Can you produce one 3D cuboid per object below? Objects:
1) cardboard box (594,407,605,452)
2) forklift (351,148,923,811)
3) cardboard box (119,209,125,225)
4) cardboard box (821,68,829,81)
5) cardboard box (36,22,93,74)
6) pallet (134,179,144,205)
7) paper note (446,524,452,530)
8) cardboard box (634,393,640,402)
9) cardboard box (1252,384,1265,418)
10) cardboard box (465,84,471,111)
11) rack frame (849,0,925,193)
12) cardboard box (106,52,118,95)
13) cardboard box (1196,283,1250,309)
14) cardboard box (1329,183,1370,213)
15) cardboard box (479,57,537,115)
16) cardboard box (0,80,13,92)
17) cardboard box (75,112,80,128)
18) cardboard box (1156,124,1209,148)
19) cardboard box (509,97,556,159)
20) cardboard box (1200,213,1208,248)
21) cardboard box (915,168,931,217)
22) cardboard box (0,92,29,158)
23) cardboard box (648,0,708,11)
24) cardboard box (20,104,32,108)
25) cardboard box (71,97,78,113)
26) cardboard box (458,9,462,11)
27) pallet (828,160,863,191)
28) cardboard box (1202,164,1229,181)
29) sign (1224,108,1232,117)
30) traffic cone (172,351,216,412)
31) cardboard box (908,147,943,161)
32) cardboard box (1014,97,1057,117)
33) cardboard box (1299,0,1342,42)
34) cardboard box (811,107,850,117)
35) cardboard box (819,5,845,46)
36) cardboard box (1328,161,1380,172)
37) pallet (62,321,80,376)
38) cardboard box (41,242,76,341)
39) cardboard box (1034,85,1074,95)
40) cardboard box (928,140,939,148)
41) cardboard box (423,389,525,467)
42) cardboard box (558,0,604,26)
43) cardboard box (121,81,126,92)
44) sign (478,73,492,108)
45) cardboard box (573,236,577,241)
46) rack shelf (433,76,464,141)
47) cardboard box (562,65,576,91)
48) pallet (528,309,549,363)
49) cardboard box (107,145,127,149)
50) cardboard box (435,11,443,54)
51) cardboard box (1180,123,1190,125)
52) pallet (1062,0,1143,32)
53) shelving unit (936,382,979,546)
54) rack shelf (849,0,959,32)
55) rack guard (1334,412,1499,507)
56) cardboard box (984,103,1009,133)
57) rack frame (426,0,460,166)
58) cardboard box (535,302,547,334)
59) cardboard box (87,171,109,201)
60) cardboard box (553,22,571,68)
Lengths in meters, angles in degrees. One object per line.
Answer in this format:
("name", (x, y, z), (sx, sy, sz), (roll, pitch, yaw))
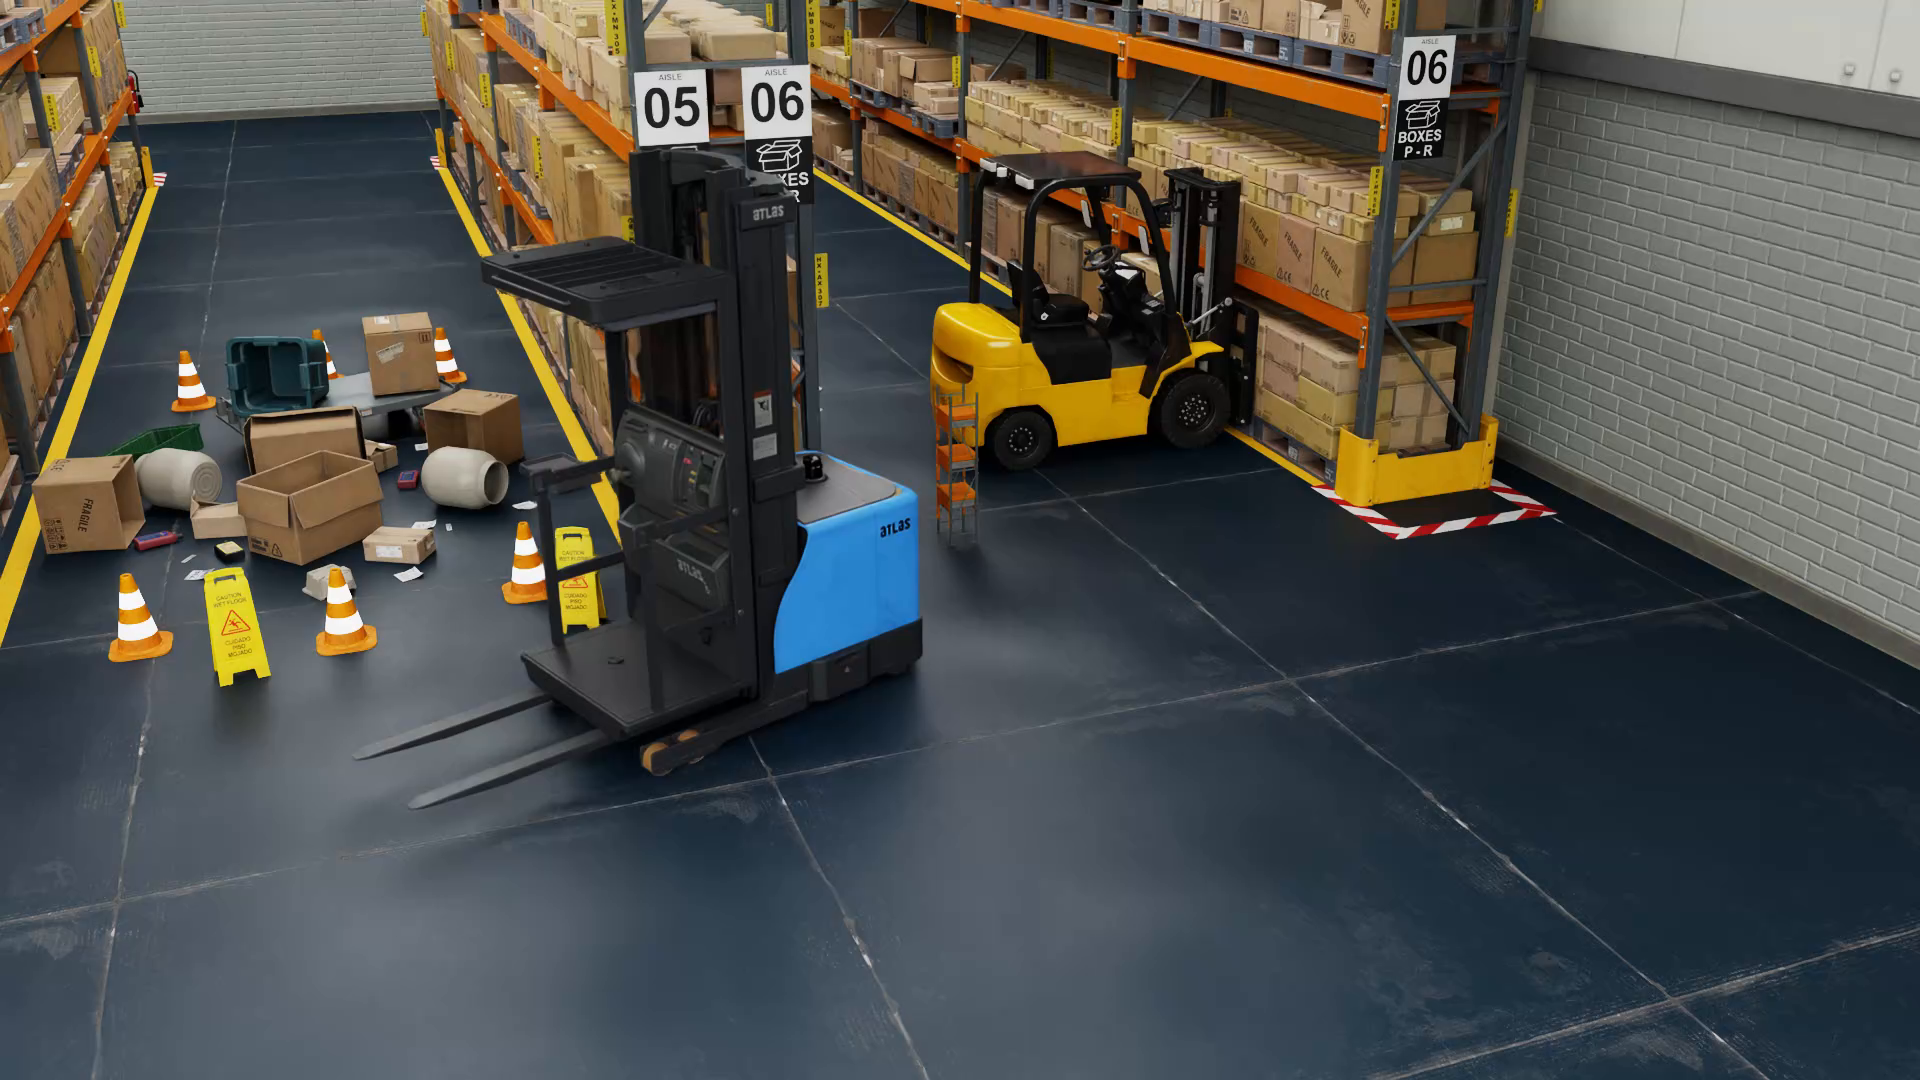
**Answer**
("cardboard box", (-2.415, -0.824, 12.341), (0.500, 0.250, 0.500), (-9, 24, -20))
("forklift", (-1.645, -0.384, 8.388), (3.031, 2.935, 1.130), (-19, 30, -38))
("cardboard box", (-10.009, -3.780, 19.487), (0.380, 0.149, 0.250), (-9, 25, -21))
("cardboard box", (-1.703, -6.459, 23.035), (0.380, 0.149, 0.250), (-9, 24, -20))
("cardboard box", (-10.113, -5.566, 18.794), (0.500, 0.500, 0.500), (-8, 24, -18))
("pallet", (-11.314, -4.565, 21.809), (1.003, 0.211, 1.213), (-8, 24, -19))
("paper note", (-3.519, -0.090, 11.449), (0.032, 0.001, 0.123), (-8, 24, -19))
("cardboard box", (-2.066, -1.030, 11.031), (0.380, 0.149, 0.250), (-8, 24, -17))
("cardboard box", (2.499, -1.181, 13.190), (0.500, 0.250, 0.500), (-8, 24, -18))
("cardboard box", (-5.331, -5.030, 18.872), (0.500, 0.250, 0.500), (-8, 24, -18))
("rack frame", (-0.944, -6.123, 21.914), (1.000, 3.000, 0.127), (-8, 24, -19))
("cardboard box", (-10.663, -5.679, 20.351), (0.500, 0.500, 0.500), (-7, 24, -16))
("cardboard box", (2.117, -2.018, 13.887), (0.500, 0.250, 0.500), (-7, 24, -17))
("cardboard box", (2.855, -2.431, 11.809), (0.380, 0.149, 0.250), (-8, 24, -19))
("cardboard box", (-4.600, -4.646, 16.994), (0.500, 0.500, 0.500), (-9, 24, -20))
("cardboard box", (-10.472, -4.870, 17.959), (0.380, 0.149, 0.250), (-7, 24, -16))
("cardboard box", (-9.677, -4.500, 17.847), (0.380, 0.149, 0.250), (-8, 24, -19))
("cardboard box", (1.911, -3.461, 14.253), (0.380, 0.149, 0.250), (-8, 24, -18))
("cardboard box", (-3.846, -3.788, 15.322), (0.500, 0.500, 0.500), (-8, 24, -18))
("cardboard box", (2.174, -2.694, 13.651), (0.500, 0.500, 0.500), (-9, 24, -20))
("cardboard box", (-0.236, -4.208, 20.050), (0.500, 0.500, 0.500), (-7, 24, -17))
("cardboard box", (-8.619, -3.613, 14.544), (0.700, 0.500, 0.500), (-8, 24, -19))
("cardboard box", (-1.922, -3.620, 11.411), (0.380, 0.149, 0.250), (-8, 24, -18))
("cardboard box", (-9.121, -4.199, 16.366), (0.380, 0.149, 0.250), (-7, 24, -17))
("cardboard box", (-9.677, -4.635, 17.786), (0.380, 0.149, 0.250), (-7, 24, -17))
("cardboard box", (-5.984, -6.425, 20.380), (0.380, 0.149, 0.250), (-8, 24, -18))
("pallet", (-1.186, -5.087, 23.048), (1.003, 0.211, 1.213), (-8, 24, -19))
("cardboard box", (2.174, -2.940, 13.399), (0.380, 0.149, 0.250), (-9, 25, -21))
("sign", (2.401, -3.728, 15.016), (0.100, 0.325, 0.005), (-8, 24, -19))
("traffic cone", (-6.416, -1.343, 13.840), (0.336, 0.463, 0.334), (-8, 24, -19))
("cardboard box", (-0.423, -4.736, 20.468), (0.380, 0.149, 0.250), (-8, 24, -19))
("cardboard box", (0.772, -4.390, 16.841), (0.380, 0.149, 0.250), (-8, 24, -18))
("cardboard box", (2.629, -3.674, 11.746), (0.396, 0.266, 0.258), (-8, 24, -19))
("cardboard box", (-1.964, -6.066, 24.459), (0.700, 0.500, 0.500), (-7, 24, -17))
("cardboard box", (-1.918, -7.243, 23.416), (0.500, 0.500, 0.500), (-8, 24, -18))
("cardboard box", (3.019, -2.774, 12.622), (0.380, 0.149, 0.250), (-8, 24, -17))
("pallet", (-8.560, -1.689, 14.986), (1.003, 0.211, 1.213), (-8, 24, -19))
("cardboard box", (-8.637, -2.194, 14.949), (1.050, 0.750, 0.750), (-9, 24, -20))
("cardboard box", (1.005, -4.741, 17.674), (0.380, 0.149, 0.250), (-8, 24, -19))
("cardboard box", (-0.190, -4.990, 21.070), (0.380, 0.149, 0.250), (-8, 24, -18))
("cardboard box", (-3.654, -0.807, 12.517), (0.500, 0.500, 0.500), (8, 24, 18))
("cardboard box", (-2.547, -3.638, 11.454), (0.380, 0.149, 0.250), (-9, 25, -21))
("cardboard box", (-11.215, -5.982, 21.905), (0.380, 0.149, 0.250), (-8, 24, -19))
("sign", (-4.691, -4.443, 16.438), (0.100, 0.325, 0.005), (-8, 24, -19))
("cardboard box", (-2.501, -2.155, 11.989), (0.500, 0.500, 0.500), (-9, 24, -19))
("rack shelf", (-6.293, -5.835, 22.159), (1.077, 0.370, 4.000), (-8, 24, -19))
("cardboard box", (-2.506, -3.172, 11.376), (0.380, 0.149, 0.250), (-9, 24, -20))
("pallet", (-3.471, -1.975, 15.664), (1.003, 0.211, 1.213), (-8, 24, -19))
("cardboard box", (-11.135, -5.075, 21.792), (0.380, 0.149, 0.250), (-8, 24, -18))
("cardboard box", (-6.541, -6.633, 21.709), (0.500, 0.500, 0.500), (-8, 24, -19))
("cardboard box", (1.959, -3.718, 15.245), (0.380, 0.149, 0.250), (-9, 24, -20))
("pallet", (1.559, -4.829, 15.228), (0.805, 0.209, 1.217), (-9, 25, -21))
("shelving unit", (-0.019, -0.503, 11.092), (0.215, 1.050, 0.252), (-8, 24, -19))
("rack shelf", (-0.237, -6.447, 19.747), (1.077, 0.370, 4.000), (-8, 24, -19))
("rack guard", (3.304, -0.602, 12.034), (1.175, 0.500, 0.348), (-8, 24, -19))
("cardboard box", (0.573, -4.454, 17.504), (0.500, 0.250, 0.500), (-8, 24, -17))
("rack frame", (-6.999, -6.894, 23.743), (1.000, 3.000, 0.127), (-8, 24, -19))
("cardboard box", (-3.452, -2.219, 15.496), (0.950, 0.372, 0.625), (-8, 24, -17))
("cardboard box", (-9.682, -3.876, 18.295), (0.500, 0.250, 0.500), (-9, 24, -20))
("cardboard box", (-2.505, -3.416, 11.441), (0.500, 0.250, 0.500), (-8, 24, -19))
